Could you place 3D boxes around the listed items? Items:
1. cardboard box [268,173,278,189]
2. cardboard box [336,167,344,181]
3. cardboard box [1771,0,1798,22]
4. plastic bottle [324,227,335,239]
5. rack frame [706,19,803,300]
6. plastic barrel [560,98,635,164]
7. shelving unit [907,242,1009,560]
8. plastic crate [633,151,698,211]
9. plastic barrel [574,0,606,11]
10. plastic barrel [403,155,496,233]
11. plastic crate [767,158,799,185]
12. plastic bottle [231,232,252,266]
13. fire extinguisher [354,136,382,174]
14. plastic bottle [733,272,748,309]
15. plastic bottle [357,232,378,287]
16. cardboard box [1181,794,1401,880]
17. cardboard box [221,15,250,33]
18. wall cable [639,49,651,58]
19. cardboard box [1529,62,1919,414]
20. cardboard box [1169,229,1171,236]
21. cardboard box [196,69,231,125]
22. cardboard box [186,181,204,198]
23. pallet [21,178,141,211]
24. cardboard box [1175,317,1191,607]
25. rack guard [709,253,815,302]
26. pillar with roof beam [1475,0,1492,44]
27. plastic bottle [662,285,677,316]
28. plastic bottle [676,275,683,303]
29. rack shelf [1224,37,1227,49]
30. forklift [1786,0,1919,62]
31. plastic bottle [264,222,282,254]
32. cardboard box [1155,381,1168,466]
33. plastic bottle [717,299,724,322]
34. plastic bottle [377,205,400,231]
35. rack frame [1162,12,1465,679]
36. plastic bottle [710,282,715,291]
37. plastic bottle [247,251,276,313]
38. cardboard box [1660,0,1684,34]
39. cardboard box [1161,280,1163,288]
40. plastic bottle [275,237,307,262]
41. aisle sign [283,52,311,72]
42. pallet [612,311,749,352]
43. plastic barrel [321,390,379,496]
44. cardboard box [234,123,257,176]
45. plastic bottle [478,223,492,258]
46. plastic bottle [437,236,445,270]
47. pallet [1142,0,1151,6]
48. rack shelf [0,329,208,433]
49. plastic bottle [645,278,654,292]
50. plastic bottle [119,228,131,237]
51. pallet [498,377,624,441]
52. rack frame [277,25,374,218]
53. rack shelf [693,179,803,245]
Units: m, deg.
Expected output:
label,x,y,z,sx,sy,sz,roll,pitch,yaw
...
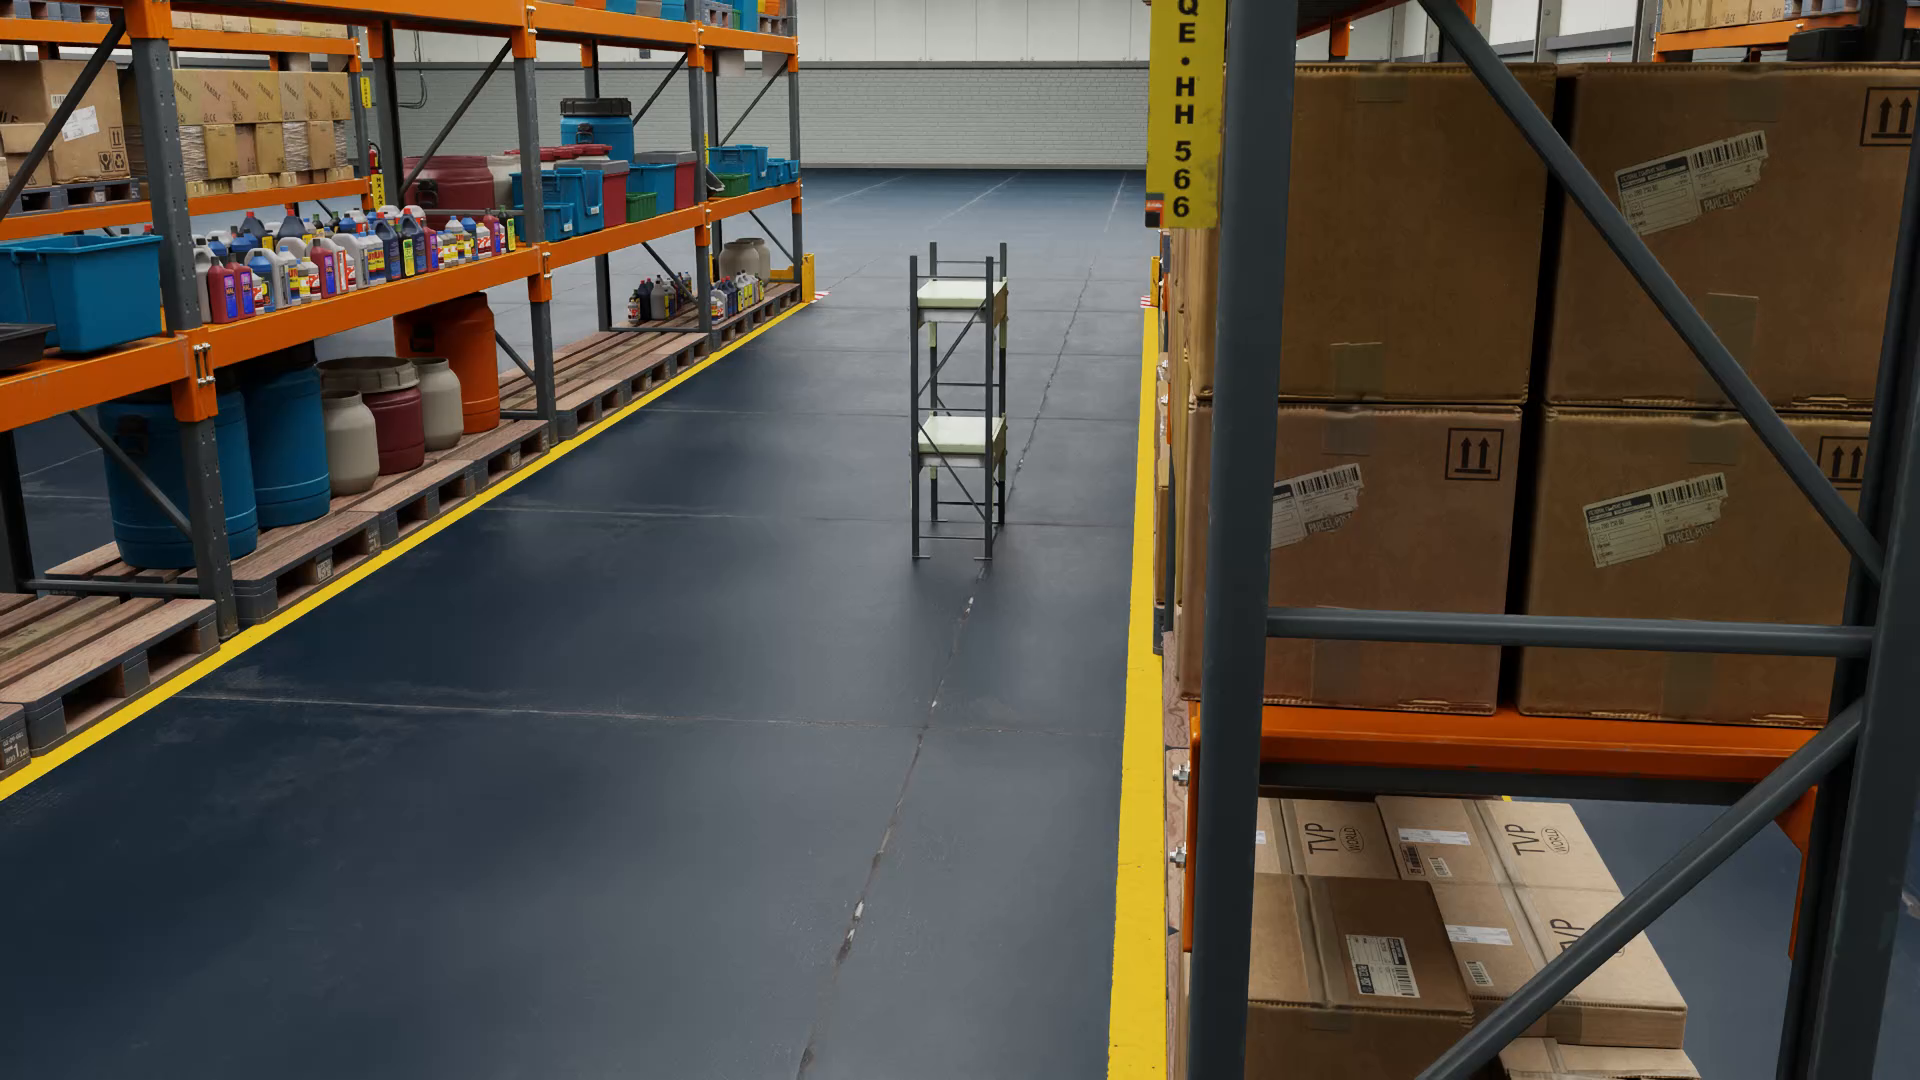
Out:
label,x,y,z,sx,sy,sz,roll,pitch,yaw
cardboard box,-7.168,-3.647,16.883,0.380,0.149,0.250,2,15,6
cardboard box,-7.035,-4.037,18.326,0.380,0.149,0.250,2,15,6
cardboard box,6.947,-4.473,13.480,0.500,0.500,0.500,2,15,8
plastic bottle,-3.638,-1.700,9.582,0.097,0.201,0.097,0,15,0
rack frame,-2.257,-4.157,18.289,1.000,3.000,0.127,2,15,6
plastic barrel,-3.053,-3.270,14.049,0.600,0.901,0.708,2,15,6
shelving unit,0.001,-0.726,8.473,0.431,1.500,0.755,2,15,6
plastic crate,-2.459,-3.016,13.946,0.402,0.464,0.583,2,15,6
plastic barrel,-2.778,-4.114,11.559,0.600,0.830,0.708,2,15,6
plastic barrel,-3.409,-2.277,11.076,0.600,0.536,0.708,2,15,6
plastic crate,-2.017,-3.947,17.796,0.499,0.251,0.616,2,15,6
plastic bottle,-3.623,-1.416,8.399,0.097,0.271,0.097,0,15,0
fire extinguisher,-6.708,-4.282,18.898,0.296,0.674,0.183,2,15,6
plastic bottle,-2.136,-2.410,16.058,0.144,0.351,0.185,2,15,6
plastic bottle,-3.010,-1.421,8.417,0.097,0.271,0.097,0,15,0
cardboard box,0.812,0.861,4.157,0.500,0.250,0.500,2,15,6
cardboard box,-7.204,-5.016,16.007,0.500,0.250,0.500,1,15,4
wall cable,-8.469,-17.346,49.056,2.305,6.003,0.169,2,15,6
cardboard box,1.170,-0.499,2.652,0.500,0.500,0.500,2,15,8
cardboard box,0.919,-1.181,5.176,0.500,0.500,0.500,1,15,5
cardboard box,-7.272,-4.179,15.693,0.500,0.500,0.500,2,15,6
cardboard box,-7.266,-3.256,15.436,0.380,0.149,0.250,2,15,6
pallet,-7.861,-2.979,14.300,1.003,0.211,1.213,2,15,6
cardboard box,0.694,-0.167,3.343,0.500,0.500,0.500,2,15,7
rack guard,-2.219,-2.929,18.537,1.175,0.500,0.348,2,15,6
pillar with roof beam,6.120,-11.349,33.395,9.100,9.000,0.400,2,15,6
plastic bottle,-2.751,-2.245,15.591,0.152,0.276,0.135,2,15,6
plastic bottle,-2.810,-2.502,16.554,0.097,0.271,0.097,0,15,0
rack shelf,2.438,-4.592,15.530,1.077,0.370,4.000,2,15,6
forklift,3.943,-1.026,6.840,1.130,2.935,3.031,5,16,17
plastic bottle,-3.687,-1.560,8.922,0.152,0.276,0.135,2,15,6
cardboard box,1.311,-0.565,8.953,0.500,0.500,0.500,1,15,6
plastic bottle,-2.214,-2.104,15.213,0.097,0.201,0.097,0,15,0
plastic bottle,-3.530,-1.920,10.252,0.152,0.276,0.135,2,15,6
rack frame,1.310,-0.898,6.236,1.000,3.000,0.127,2,15,6
plastic bottle,-2.349,-2.255,15.485,0.144,0.351,0.185,2,15,6
plastic bottle,-3.125,-1.155,7.435,0.097,0.271,0.097,0,15,0
cardboard box,7.300,-5.292,16.509,0.500,0.500,0.500,2,15,8
cardboard box,1.918,-2.019,13.771,0.500,0.311,0.500,2,15,6
plastic bottle,-3.227,-1.338,8.102,0.152,0.276,0.135,2,15,6
aisle sign,-7.470,-5.583,18.581,0.394,0.787,0.004,2,15,6
pallet,-2.592,-1.946,15.456,1.003,0.211,1.213,2,15,6
plastic barrel,-3.301,-0.514,8.780,0.421,0.512,0.421,0,15,0
cardboard box,-7.470,-3.833,16.331,0.875,0.500,0.500,2,15,6
plastic bottle,-2.839,-1.779,9.877,0.097,0.201,0.097,0,15,0
plastic bottle,-2.916,-1.603,9.223,0.097,0.201,0.097,0,15,0
pallet,1.749,-3.471,10.366,1.213,0.211,1.003,2,15,9
rack shelf,-3.837,-0.179,4.954,1.077,0.370,4.000,2,15,6
plastic bottle,-2.901,-2.278,15.574,0.144,0.351,0.185,1,15,3
plastic bottle,-3.833,-1.269,7.703,0.144,0.351,0.185,2,15,6
pallet,-3.034,-0.936,11.718,1.003,0.211,1.213,2,15,6
rack frame,-7.179,-4.303,18.828,1.000,3.000,0.127,2,15,6
rack shelf,-2.483,-3.291,16.464,1.077,0.370,4.000,2,15,6
